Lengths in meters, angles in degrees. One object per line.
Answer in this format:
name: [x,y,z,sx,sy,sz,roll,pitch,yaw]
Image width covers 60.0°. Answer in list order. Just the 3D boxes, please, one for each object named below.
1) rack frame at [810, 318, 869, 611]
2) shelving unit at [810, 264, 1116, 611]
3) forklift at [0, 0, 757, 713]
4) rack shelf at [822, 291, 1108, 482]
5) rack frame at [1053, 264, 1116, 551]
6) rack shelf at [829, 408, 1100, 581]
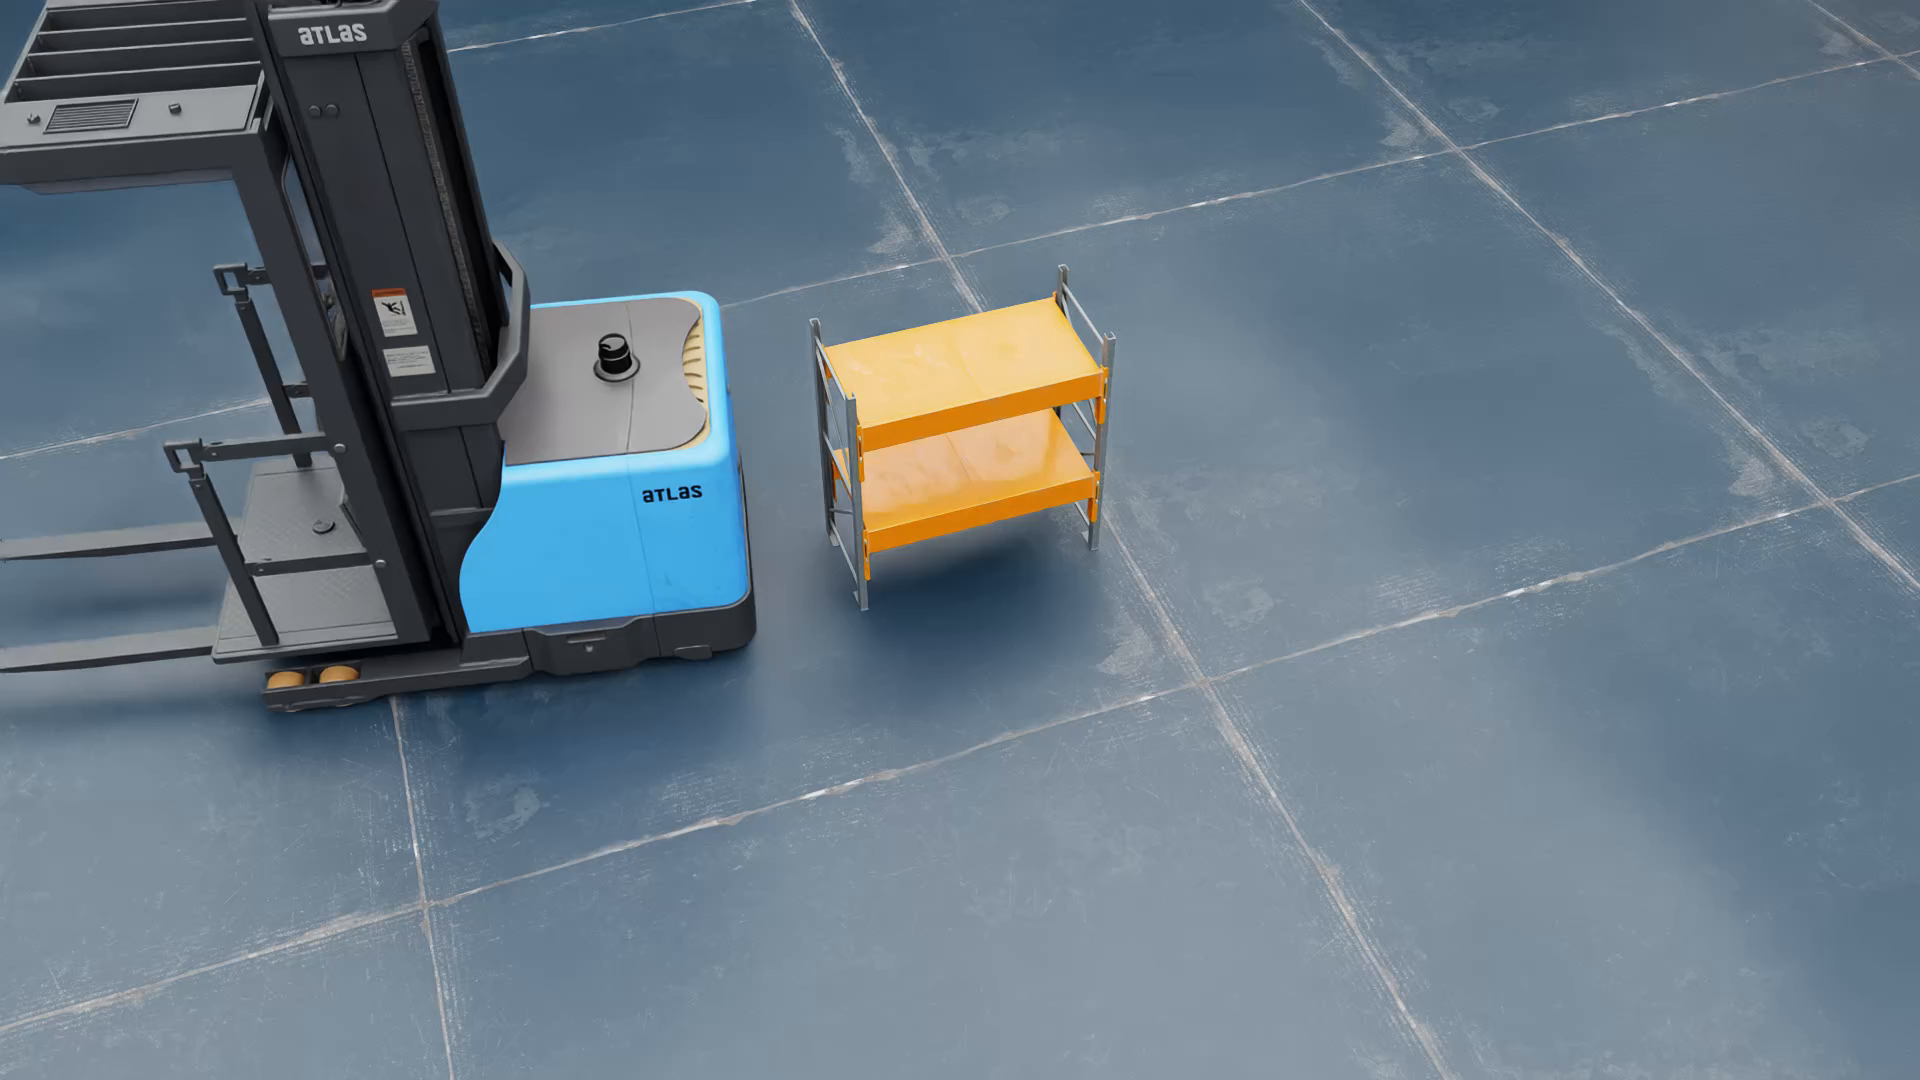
rack frame: [-0.472,-0.276,6.541,0.032,1.125,0.500,-14,47,-14]
shelving unit: [0.006,-0.399,6.663,1.048,1.125,0.538,-14,47,-14]
forklift: [-2.369,-0.775,5.762,3.031,2.935,1.130,-6,45,-6]
rack shelf: [0.006,-0.605,6.455,1.000,0.278,0.538,-14,47,-14]
rack frame: [0.485,-0.521,6.784,0.032,1.125,0.500,-14,47,-14]
rack shelf: [0.006,-0.226,6.836,1.000,0.278,0.538,-14,47,-14]
